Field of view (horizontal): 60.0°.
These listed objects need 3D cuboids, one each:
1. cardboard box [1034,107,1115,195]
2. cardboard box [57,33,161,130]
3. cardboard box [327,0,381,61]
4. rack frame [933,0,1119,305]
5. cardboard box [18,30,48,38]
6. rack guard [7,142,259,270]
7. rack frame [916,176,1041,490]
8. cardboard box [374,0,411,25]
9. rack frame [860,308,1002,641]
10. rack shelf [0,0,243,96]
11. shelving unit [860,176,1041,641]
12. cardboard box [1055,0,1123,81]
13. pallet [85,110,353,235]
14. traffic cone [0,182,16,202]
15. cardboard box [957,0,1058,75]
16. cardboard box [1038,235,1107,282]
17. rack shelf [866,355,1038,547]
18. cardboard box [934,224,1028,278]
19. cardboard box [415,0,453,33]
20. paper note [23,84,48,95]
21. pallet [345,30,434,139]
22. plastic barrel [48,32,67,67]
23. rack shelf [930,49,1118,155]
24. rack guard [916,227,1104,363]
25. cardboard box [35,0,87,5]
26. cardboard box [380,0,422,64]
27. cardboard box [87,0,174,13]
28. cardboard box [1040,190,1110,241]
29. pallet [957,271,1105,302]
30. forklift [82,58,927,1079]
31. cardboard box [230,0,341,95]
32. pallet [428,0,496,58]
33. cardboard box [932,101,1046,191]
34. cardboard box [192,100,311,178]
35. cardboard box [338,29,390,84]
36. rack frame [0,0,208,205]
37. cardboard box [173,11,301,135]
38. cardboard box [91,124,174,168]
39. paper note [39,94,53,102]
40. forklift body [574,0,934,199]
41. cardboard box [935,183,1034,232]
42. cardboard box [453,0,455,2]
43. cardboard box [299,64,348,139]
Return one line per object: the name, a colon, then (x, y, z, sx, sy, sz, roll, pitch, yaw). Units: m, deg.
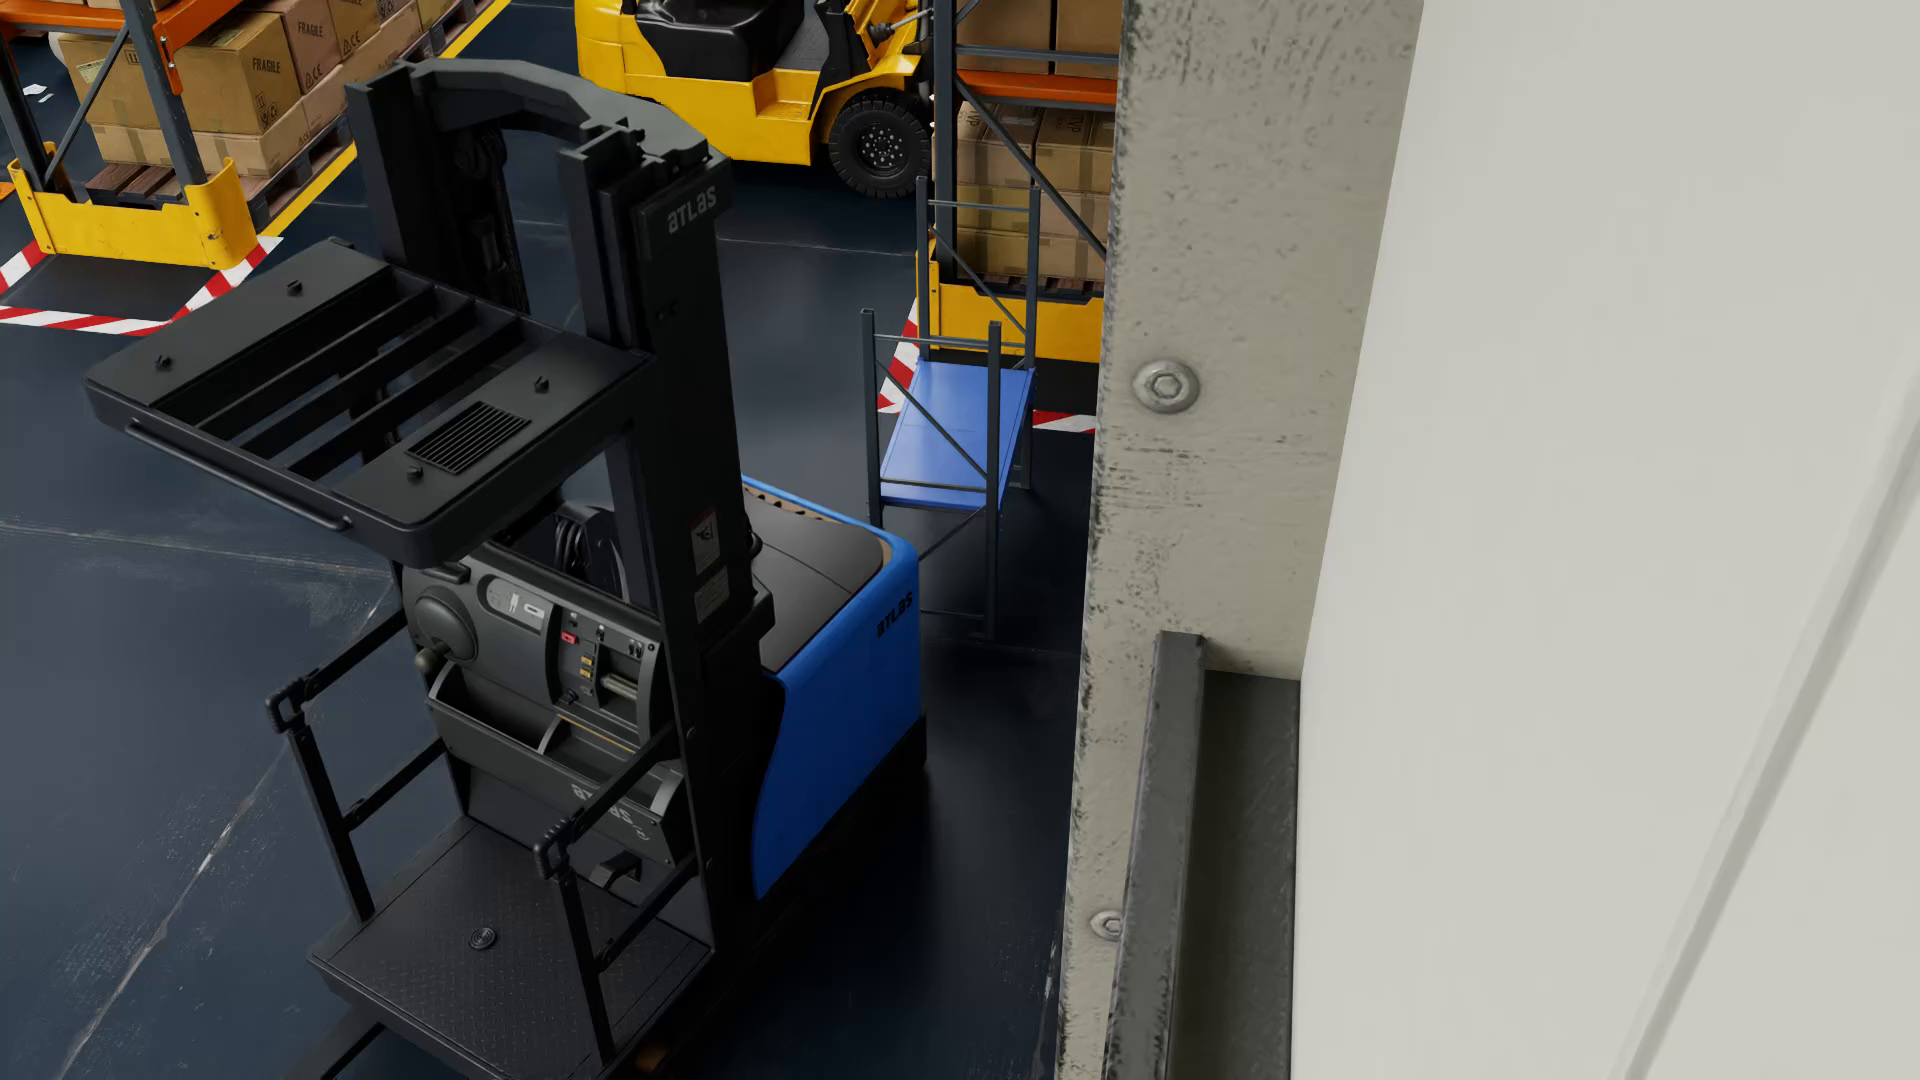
cardboard box: (0.653, -1.962, 8.313, 0.500, 0.250, 0.500, 6, 40, 7)
cardboard box: (-4.624, -2.661, 9.355, 0.500, 0.500, 0.500, 7, 40, 8)
cardboard box: (-3.910, -3.263, 10.083, 0.500, 0.500, 0.500, 7, 40, 9)
rack frame: (0.383, -2.194, 7.549, 1.000, 3.000, 0.127, 6, 40, 8)
cardboard box: (-6.542, -3.798, 11.343, 0.797, 0.637, 0.503, 6, 40, 8)
rack guard: (-4.493, -1.823, 9.063, 1.175, 0.500, 0.348, 6, 40, 8)
rack frame: (0.073, -0.844, 7.093, 0.500, 1.500, 0.032, 6, 40, 8)
cardboard box: (-3.825, -3.600, 10.489, 0.500, 0.500, 0.500, 8, 40, 10)
rack frame: (-0.103, -0.205, 6.321, 0.500, 1.500, 0.032, 6, 40, 8)
rack shelf: (-4.160, -3.717, 9.956, 1.077, 0.370, 4.000, 6, 40, 8)
shelving unit: (-0.015, -0.524, 6.707, 0.538, 1.500, 1.048, 6, 40, 8)
cardboard box: (0.743, -2.513, 7.856, 0.500, 0.500, 0.500, 8, 40, 9)
pallet: (-4.318, -2.218, 9.767, 1.003, 0.211, 1.213, 6, 40, 8)
traffic cone: (-5.702, -2.173, 9.515, 0.336, 0.463, 0.334, 6, 40, 8)
cardboard box: (0.210, -2.570, 7.926, 0.500, 0.500, 0.500, 6, 40, 7)
cardboard box: (0.661, -1.583, 8.638, 0.500, 0.250, 0.500, 7, 40, 8)
rack shelf: (-0.015, -0.386, 6.822, 0.538, 0.185, 1.000, 6, 40, 8)
cardboard box: (0.154, -1.626, 8.690, 0.500, 0.250, 0.500, 7, 40, 8)
cardboard box: (-3.734, -3.615, 11.097, 0.500, 0.250, 0.500, 5, 40, 6)
paper note: (-6.008, -2.919, 10.766, 0.148, 0.019, 0.142, 20, 44, 23)
pallet: (-4.104, -2.981, 10.690, 1.003, 0.211, 1.213, 6, 40, 8)
plastic barrel: (-5.640, -3.209, 10.799, 0.421, 0.421, 0.512, -28, 47, -30)
rack shelf: (0.729, -3.172, 9.297, 1.077, 0.370, 4.000, 6, 40, 8)
rack guard: (0.379, -1.215, 8.328, 1.175, 0.500, 0.348, 6, 40, 8)
cardboard box: (-4.652, -2.900, 8.601, 0.380, 0.149, 0.250, 8, 40, 9)
cardboard box: (-3.826, -3.297, 10.712, 0.500, 0.250, 0.500, 7, 40, 8)
cardboard box: (-4.243, -2.832, 8.519, 0.380, 0.149, 0.250, 7, 40, 8)
cardboard box: (0.669, -1.761, 8.462, 0.500, 0.250, 0.500, 7, 40, 8)
pallet: (0.474, -1.604, 9.024, 1.003, 0.211, 1.213, 6, 40, 8)
forklift: (-1.321, 0.351, 4.526, 1.130, 2.935, 3.031, 21, 44, 24)
cardboard box: (-4.004, -2.949, 9.703, 0.500, 0.500, 0.500, 5, 40, 6)
pallet: (-3.895, -3.749, 11.619, 1.003, 0.211, 1.213, 6, 40, 8)
cardboard box: (0.156, -2.005, 8.364, 0.500, 0.250, 0.500, 8, 40, 9)
cardboard box: (-4.094, -2.317, 9.526, 0.500, 0.250, 0.500, 6, 40, 7)
cardboard box: (-3.916, -2.980, 10.329, 0.500, 0.250, 0.500, 9, 40, 11)
rack frame: (-4.506, -2.739, 8.208, 1.000, 3.000, 0.127, 6, 40, 8)
cardboard box: (-4.091, -2.621, 9.305, 0.500, 0.500, 0.500, 5, 40, 6)
cardboard box: (-4.627, -2.393, 9.618, 0.500, 0.250, 0.500, 6, 40, 7)
paper note: (-5.867, -2.839, 10.676, 0.032, 0.001, 0.123, 6, 40, 8)
forklift body: (-1.085, -3.258, 9.502, 2.313, 2.155, 1.214, 6, 40, 8)
cardboard box: (0.160, -1.828, 8.543, 0.500, 0.250, 0.500, 6, 40, 7)
cardboard box: (-3.651, -3.951, 11.502, 0.500, 0.250, 0.500, 8, 40, 10)
cardboard box: (-3.998, -2.636, 9.913, 0.500, 0.250, 0.500, 8, 40, 9)
